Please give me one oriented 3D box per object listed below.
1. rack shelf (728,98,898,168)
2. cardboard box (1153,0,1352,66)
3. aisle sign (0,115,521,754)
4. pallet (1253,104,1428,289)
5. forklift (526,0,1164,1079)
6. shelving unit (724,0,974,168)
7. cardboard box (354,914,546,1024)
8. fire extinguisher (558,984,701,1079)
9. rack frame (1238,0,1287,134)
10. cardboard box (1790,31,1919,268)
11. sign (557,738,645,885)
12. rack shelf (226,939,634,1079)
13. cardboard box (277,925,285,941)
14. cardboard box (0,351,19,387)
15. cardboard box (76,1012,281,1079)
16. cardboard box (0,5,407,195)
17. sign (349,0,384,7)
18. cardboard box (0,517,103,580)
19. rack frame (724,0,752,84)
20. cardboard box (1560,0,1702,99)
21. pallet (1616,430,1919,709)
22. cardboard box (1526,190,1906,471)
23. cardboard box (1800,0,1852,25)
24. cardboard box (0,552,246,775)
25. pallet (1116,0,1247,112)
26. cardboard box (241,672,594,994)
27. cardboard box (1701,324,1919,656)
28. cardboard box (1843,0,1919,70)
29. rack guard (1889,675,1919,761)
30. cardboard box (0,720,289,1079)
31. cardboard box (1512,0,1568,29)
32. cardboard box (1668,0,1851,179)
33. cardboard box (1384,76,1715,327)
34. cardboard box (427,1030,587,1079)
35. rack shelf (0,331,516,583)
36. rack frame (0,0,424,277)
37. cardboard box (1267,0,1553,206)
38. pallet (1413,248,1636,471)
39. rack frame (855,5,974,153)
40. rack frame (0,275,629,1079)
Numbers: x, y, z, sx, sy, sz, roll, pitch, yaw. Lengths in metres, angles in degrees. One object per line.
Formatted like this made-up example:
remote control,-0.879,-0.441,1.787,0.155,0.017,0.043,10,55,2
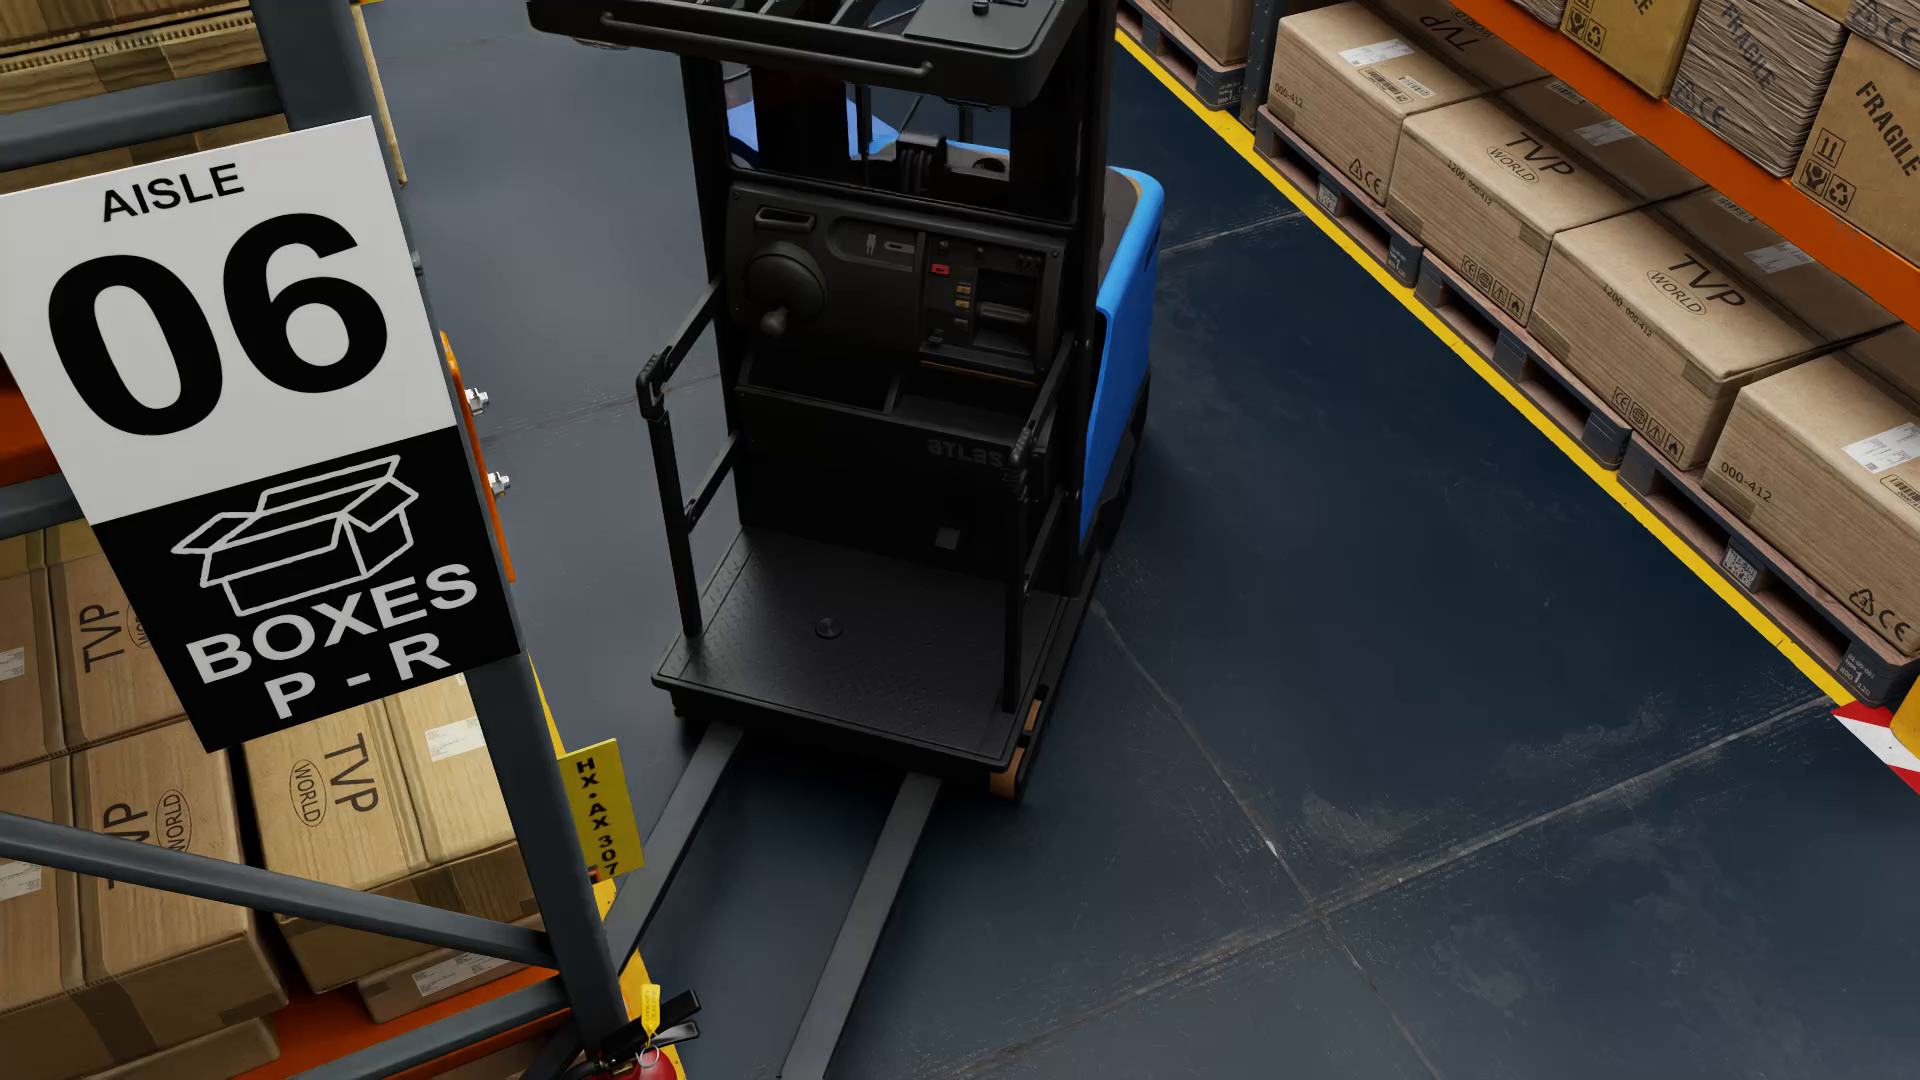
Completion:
rack shelf,-0.479,-1.453,6.411,0.538,0.185,1.000,-31,52,-27
cardboard box,1.439,-2.888,7.755,0.875,0.875,0.875,-17,47,-16
aisle sign,-0.753,-0.075,1.839,0.394,0.787,0.004,-18,47,-17
pallet,2.021,-1.623,7.245,1.003,0.211,1.213,-18,47,-17
forklift,-0.246,-0.592,4.264,1.130,2.935,3.031,12,46,12
shelving unit,-0.479,-1.581,6.284,0.538,1.500,1.048,-31,52,-27
cardboard box,-0.938,0.693,3.091,0.380,0.149,0.250,-18,48,-18
fire extinguisher,-0.567,1.011,2.910,0.296,0.674,0.183,-18,47,-17
rack frame,1.772,-3.124,6.780,1.000,3.000,0.127,-18,47,-17
cardboard box,2.813,-1.164,4.722,0.500,0.500,0.500,-19,48,-18
sign,-0.556,0.425,2.567,0.100,0.325,0.005,-18,47,-17
rack shelf,-1.889,-0.125,4.253,1.077,0.370,4.000,-18,47,-17
cardboard box,-1.482,0.671,3.113,0.380,0.149,0.250,-17,47,-16
cardboard box,-0.971,-0.356,2.019,0.380,0.149,0.250,-17,47,-17
cardboard box,-1.431,0.851,2.931,0.380,0.149,0.250,-19,48,-18
cardboard box,-0.987,-0.590,1.972,0.500,0.250,0.500,-19,48,-18
sign,-0.556,-0.645,1.511,0.100,0.325,0.005,-18,47,-17
cardboard box,-1.902,-0.019,3.529,0.500,0.250,0.500,-17,47,-16
rack frame,-0.807,-1.854,6.561,0.500,1.500,0.032,-31,52,-27
cardboard box,2.359,-1.814,5.381,0.500,0.500,0.500,-17,47,-16
pallet,3.047,-0.068,5.669,1.003,0.211,1.213,-18,47,-17
cardboard box,2.693,-0.784,5.934,0.875,0.438,0.875,-17,47,-16
cardboard box,2.584,-1.843,4.700,0.500,0.500,0.500,-18,47,-18
cardboard box,-1.698,0.298,3.208,0.500,0.250,0.500,-18,47,-17
pallet,1.379,-2.600,8.235,1.003,0.211,1.213,-18,47,-17
cardboard box,-0.995,0.473,3.030,0.500,0.250,0.500,-18,47,-17
cardboard box,3.085,-0.203,5.345,0.875,0.438,0.875,-20,48,-19
cardboard box,2.789,-1.527,4.379,0.500,0.500,0.500,-18,47,-17
rack guard,3.464,0.331,5.059,1.175,0.500,0.348,-18,47,-17
cardboard box,-1.483,0.626,2.874,0.500,0.250,0.500,-17,47,-16
cardboard box,2.143,-2.142,5.714,0.500,0.500,0.500,-18,47,-17
cardboard box,2.588,-1.489,5.052,0.500,0.500,0.500,-17,47,-16
cardboard box,2.315,-1.359,6.517,0.875,0.438,0.875,-19,48,-19
cardboard box,-1.219,1.215,3.861,0.797,0.503,0.637,-20,48,-19
rack shelf,-1.889,-1.192,3.199,1.077,0.370,4.000,-18,47,-17
rack frame,-1.048,-1.242,0.602,1.000,3.000,0.127,-18,47,-17
cardboard box,1.938,-1.929,7.095,0.875,0.438,0.875,-19,48,-18
pallet,2.537,-0.845,6.456,1.003,0.211,1.213,-18,47,-17
rack frame,-0.151,-1.308,6.008,0.500,1.500,0.032,-31,52,-27
rack frame,-1.048,0.894,2.709,1.000,3.000,0.127,-18,47,-17
